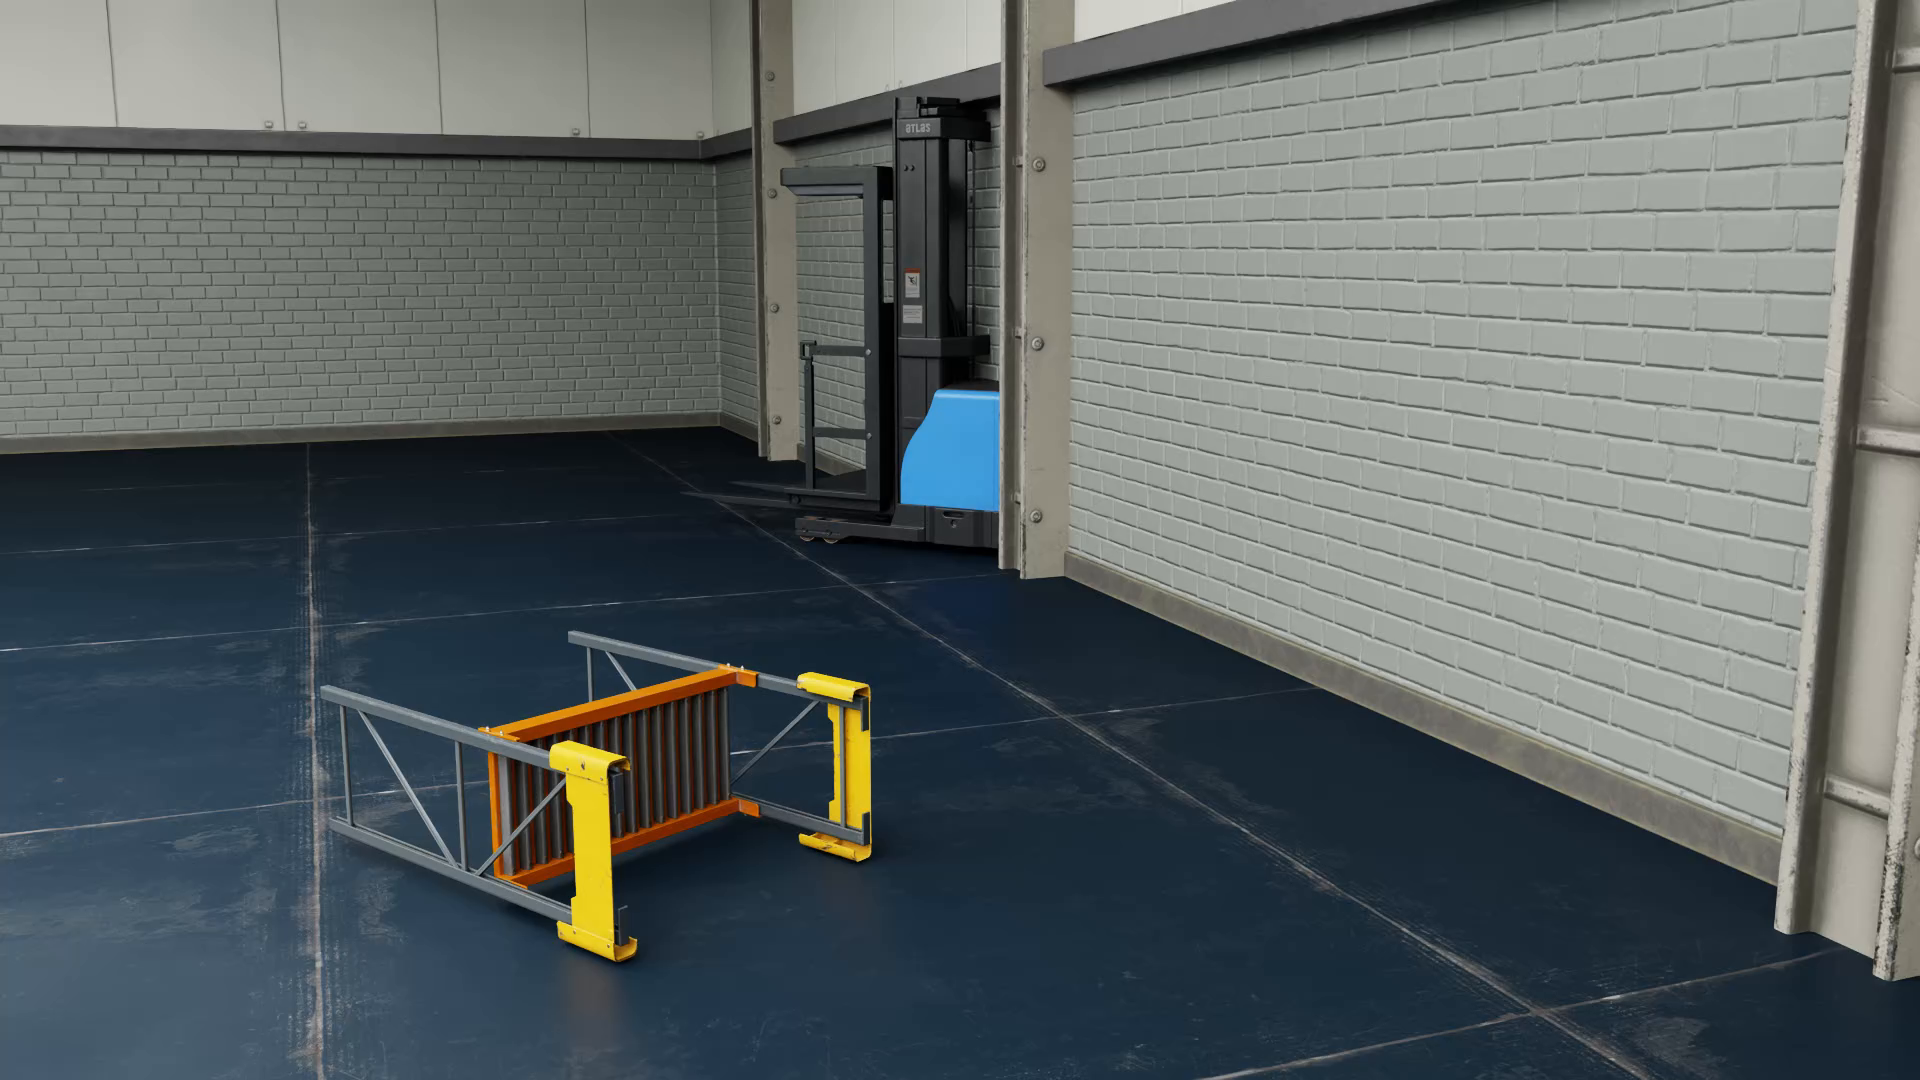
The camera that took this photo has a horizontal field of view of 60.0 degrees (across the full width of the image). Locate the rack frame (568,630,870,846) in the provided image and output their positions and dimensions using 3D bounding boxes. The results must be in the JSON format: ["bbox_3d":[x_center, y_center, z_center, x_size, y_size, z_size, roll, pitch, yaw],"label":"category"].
[{"bbox_3d":[-0.889,0.674,5.883,1.500,0.500,0.032,8,13,38],"label":"rack frame"}]

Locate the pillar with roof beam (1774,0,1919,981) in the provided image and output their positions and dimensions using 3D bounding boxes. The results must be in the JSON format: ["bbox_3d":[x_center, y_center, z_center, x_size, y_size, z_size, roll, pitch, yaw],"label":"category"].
[{"bbox_3d":[-1.382,-2.983,2.493,9.100,9.000,0.400,-4,11,-21],"label":"pillar with roof beam"}]

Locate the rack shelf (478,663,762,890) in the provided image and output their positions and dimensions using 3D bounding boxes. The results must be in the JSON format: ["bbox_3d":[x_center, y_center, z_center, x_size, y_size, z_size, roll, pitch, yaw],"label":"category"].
[{"bbox_3d":[-1.068,0.763,5.382,0.185,0.538,1.000,8,13,38],"label":"rack shelf"}]

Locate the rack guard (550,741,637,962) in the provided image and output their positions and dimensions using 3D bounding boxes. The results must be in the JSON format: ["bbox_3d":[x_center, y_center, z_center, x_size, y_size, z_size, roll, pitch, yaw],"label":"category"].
[{"bbox_3d":[-1.040,0.881,4.718,0.250,0.587,0.087,8,13,38],"label":"rack guard"}]

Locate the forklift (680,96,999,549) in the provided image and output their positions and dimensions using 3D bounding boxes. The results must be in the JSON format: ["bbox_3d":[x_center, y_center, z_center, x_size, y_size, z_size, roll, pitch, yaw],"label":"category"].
[{"bbox_3d":[-0.550,-1.495,11.454,3.031,2.935,1.130,5,11,28],"label":"forklift"}]

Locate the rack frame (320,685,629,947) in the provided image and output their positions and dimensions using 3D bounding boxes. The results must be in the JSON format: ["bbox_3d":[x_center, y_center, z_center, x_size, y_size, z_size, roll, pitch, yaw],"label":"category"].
[{"bbox_3d":[-1.527,0.812,5.104,1.500,0.500,0.032,8,13,38],"label":"rack frame"}]

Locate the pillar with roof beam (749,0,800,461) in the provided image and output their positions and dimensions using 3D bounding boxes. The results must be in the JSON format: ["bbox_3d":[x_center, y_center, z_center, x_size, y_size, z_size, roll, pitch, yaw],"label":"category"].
[{"bbox_3d":[-5.731,-4.941,13.505,9.100,9.000,0.400,-4,11,-21],"label":"pillar with roof beam"}]

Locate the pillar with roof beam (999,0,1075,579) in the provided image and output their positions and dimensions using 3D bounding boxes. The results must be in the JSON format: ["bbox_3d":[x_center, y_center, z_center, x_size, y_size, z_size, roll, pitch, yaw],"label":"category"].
[{"bbox_3d":[-3.557,-3.962,7.999,9.100,9.000,0.400,-4,11,-21],"label":"pillar with roof beam"}]

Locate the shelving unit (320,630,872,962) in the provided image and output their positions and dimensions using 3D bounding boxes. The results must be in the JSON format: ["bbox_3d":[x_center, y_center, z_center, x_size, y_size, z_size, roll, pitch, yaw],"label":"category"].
[{"bbox_3d":[-1.214,0.744,5.486,1.500,0.587,1.083,8,13,38],"label":"shelving unit"}]

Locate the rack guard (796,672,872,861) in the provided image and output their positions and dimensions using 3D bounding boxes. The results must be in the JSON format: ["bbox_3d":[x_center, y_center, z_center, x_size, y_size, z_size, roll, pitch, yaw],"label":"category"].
[{"bbox_3d":[-0.415,0.745,5.482,0.250,0.587,0.087,8,13,38],"label":"rack guard"}]
